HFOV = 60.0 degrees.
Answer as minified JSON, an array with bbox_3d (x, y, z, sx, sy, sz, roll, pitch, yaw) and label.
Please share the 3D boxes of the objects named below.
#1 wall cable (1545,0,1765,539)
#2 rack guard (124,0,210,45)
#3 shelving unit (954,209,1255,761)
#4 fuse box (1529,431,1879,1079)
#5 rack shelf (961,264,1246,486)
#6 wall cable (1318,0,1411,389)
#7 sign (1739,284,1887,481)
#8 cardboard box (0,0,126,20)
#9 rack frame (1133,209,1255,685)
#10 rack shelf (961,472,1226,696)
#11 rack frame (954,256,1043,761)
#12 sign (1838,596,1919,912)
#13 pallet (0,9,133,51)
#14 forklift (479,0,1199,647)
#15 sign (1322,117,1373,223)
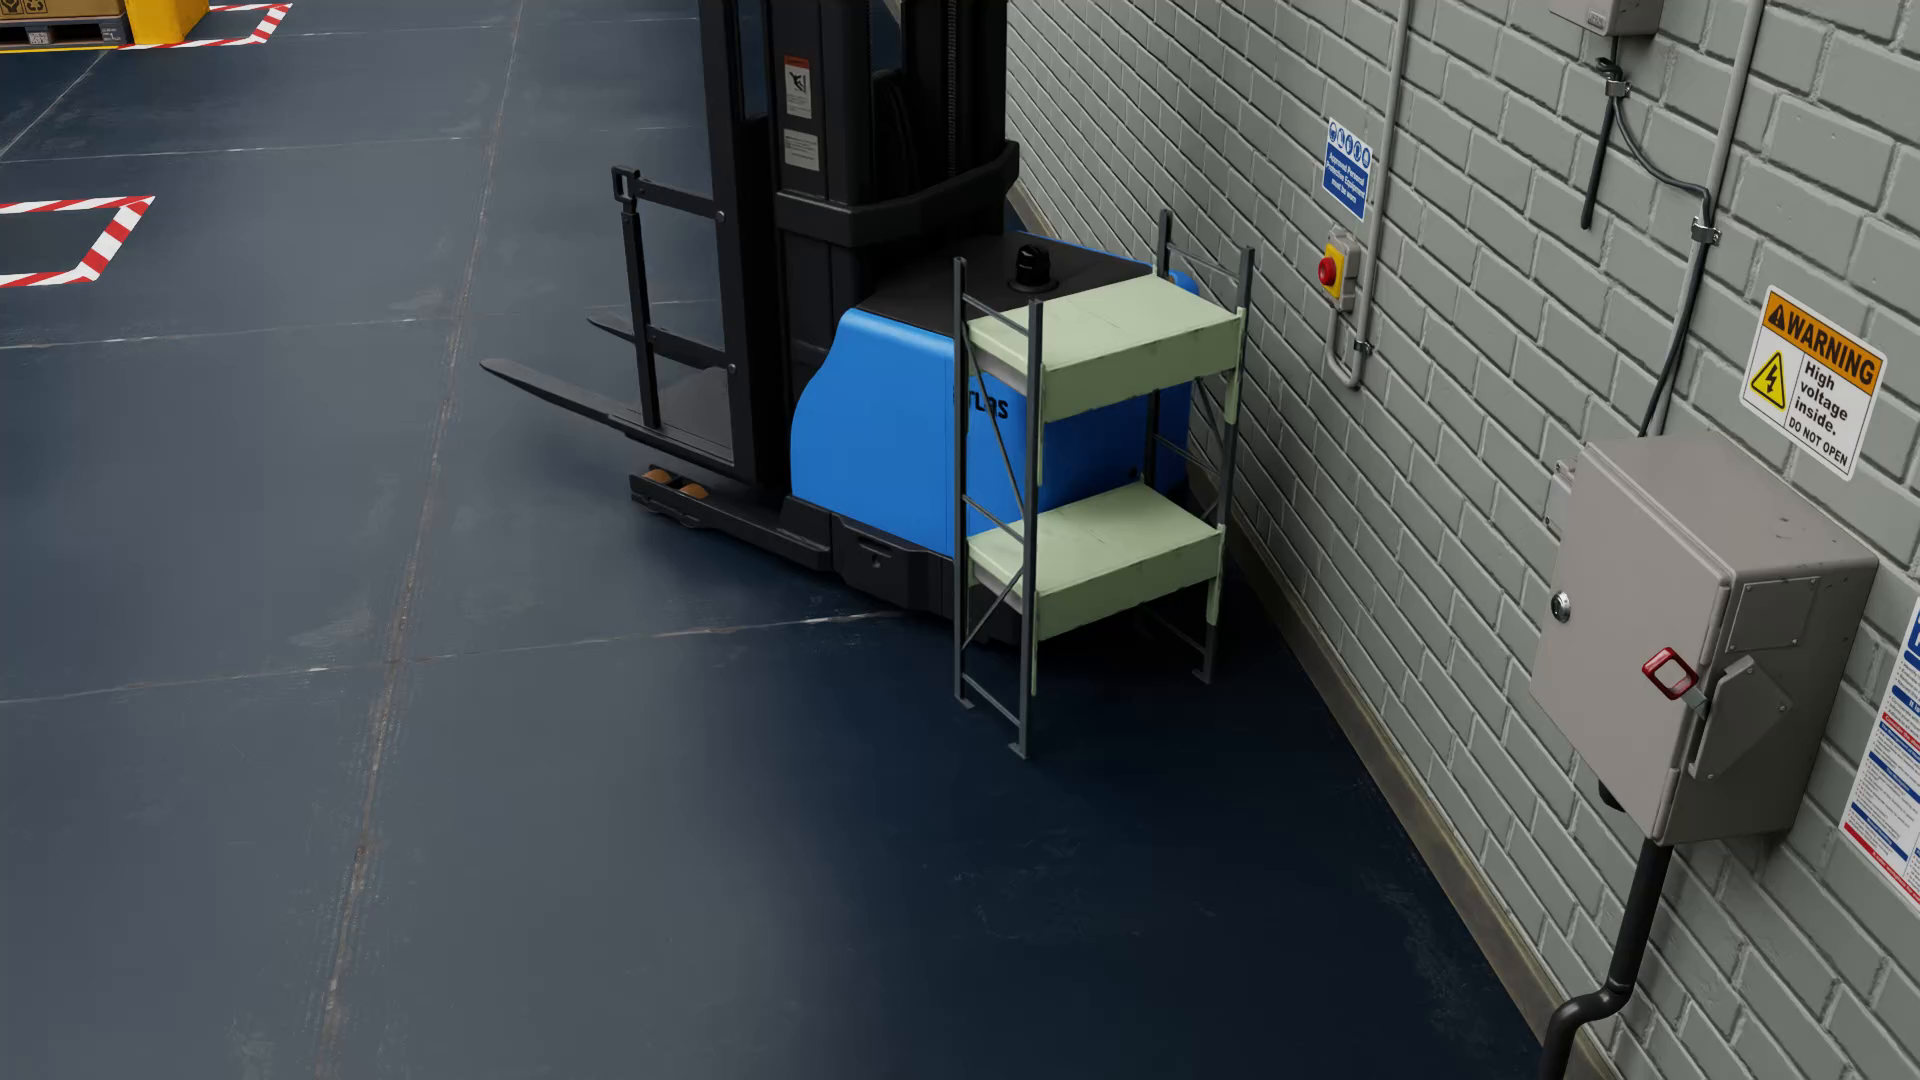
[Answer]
[{"bbox_3d":[1.348,-0.674,3.435,0.122,1.984,0.588,-5,31,-9],"label":"wall cable"},{"bbox_3d":[-6.223,-4.281,13.038,0.348,0.500,1.175,-5,31,-9],"label":"rack guard"},{"bbox_3d":[0.408,-0.157,5.038,0.755,1.500,0.431,-18,35,-28],"label":"shelving unit"},{"bbox_3d":[1.316,0.674,3.416,0.414,1.711,0.539,-5,31,-9],"label":"fuse box"},{"bbox_3d":[0.408,-0.494,4.840,0.720,0.370,0.431,-18,35,-28],"label":"rack shelf"},{"bbox_3d":[1.081,-1.394,4.628,0.123,1.953,0.585,-5,31,-9],"label":"wall cable"},{"bbox_3d":[1.510,-0.284,2.959,0.001,0.242,0.339,-5,31,-9],"label":"sign"},{"bbox_3d":[-6.861,-4.524,12.666,0.875,0.875,0.875,-5,31,-9],"label":"cardboard box"},{"bbox_3d":[0.715,-0.258,5.210,0.023,1.500,0.400,-18,35,-28],"label":"rack frame"},{"bbox_3d":[0.408,0.124,5.203,0.720,0.370,0.431,-18,35,-28],"label":"rack shelf"},{"bbox_3d":[0.101,-0.057,4.866,0.023,1.500,0.400,-18,35,-28],"label":"rack frame"},{"bbox_3d":[1.609,0.387,2.727,0.001,0.494,0.329,-5,31,-9],"label":"sign"},{"bbox_3d":[-7.019,-4.043,12.917,1.213,0.211,1.003,-5,31,-9],"label":"pallet"},{"bbox_3d":[-0.648,-1.500,5.909,3.031,2.935,1.130,21,36,31],"label":"forklift"},{"bbox_3d":[1.133,-1.088,4.875,0.001,0.218,0.327,-5,31,-9],"label":"sign"}]
